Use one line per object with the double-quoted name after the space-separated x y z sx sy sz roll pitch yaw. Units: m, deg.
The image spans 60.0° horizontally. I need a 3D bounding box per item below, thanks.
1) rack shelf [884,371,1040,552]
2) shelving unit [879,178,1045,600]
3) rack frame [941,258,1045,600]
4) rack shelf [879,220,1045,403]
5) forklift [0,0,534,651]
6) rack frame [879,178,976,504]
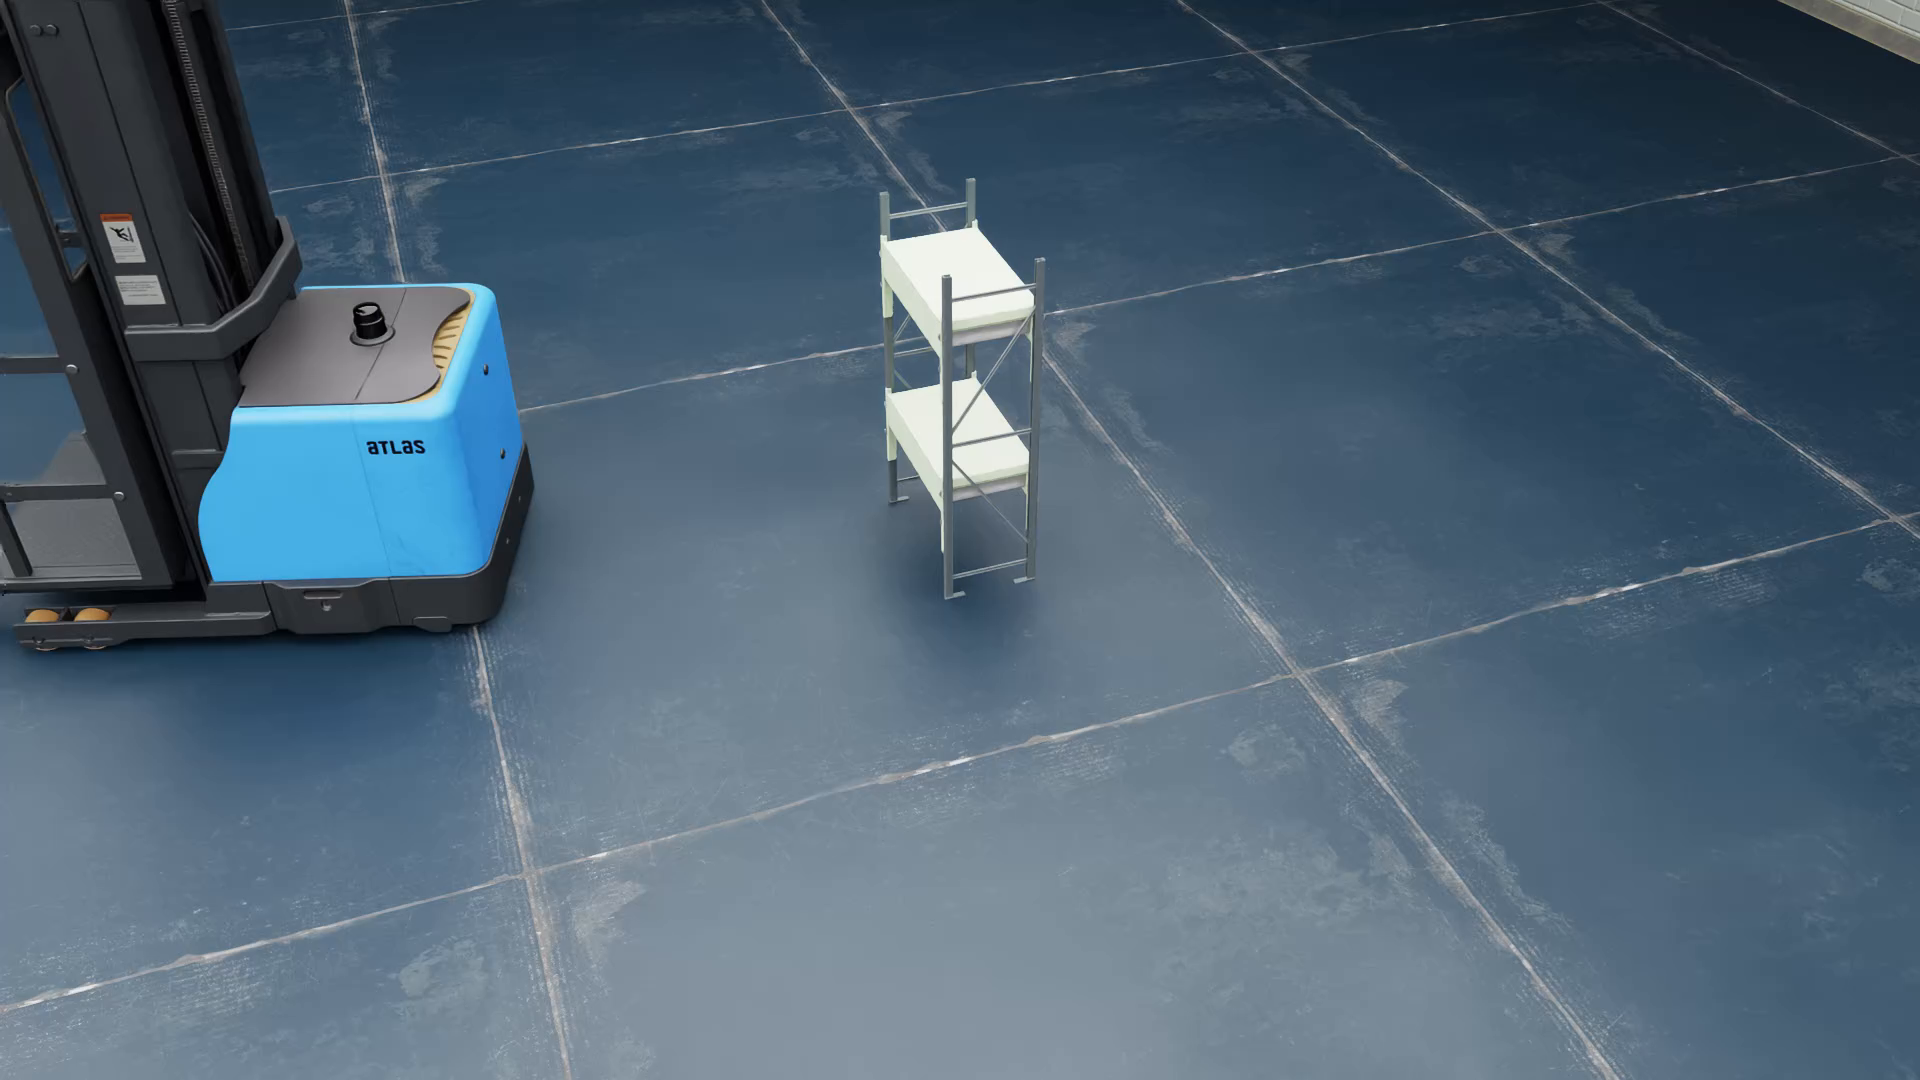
-0.002 -0.342 7.000 0.431 0.370 0.720 -12 39 -16 "rack shelf"
-0.002 -0.603 6.804 0.431 1.500 0.755 -12 39 -16 "shelving unit"
0.124 -0.396 6.529 0.400 1.500 0.023 -12 39 -16 "rack frame"
-0.002 -0.915 6.569 0.431 0.370 0.720 -12 39 -16 "rack shelf"
-3.400 -1.054 6.213 3.031 2.935 1.130 -2 37 -2 "forklift"
-0.128 -0.810 7.078 0.400 1.500 0.023 -12 39 -16 "rack frame"
